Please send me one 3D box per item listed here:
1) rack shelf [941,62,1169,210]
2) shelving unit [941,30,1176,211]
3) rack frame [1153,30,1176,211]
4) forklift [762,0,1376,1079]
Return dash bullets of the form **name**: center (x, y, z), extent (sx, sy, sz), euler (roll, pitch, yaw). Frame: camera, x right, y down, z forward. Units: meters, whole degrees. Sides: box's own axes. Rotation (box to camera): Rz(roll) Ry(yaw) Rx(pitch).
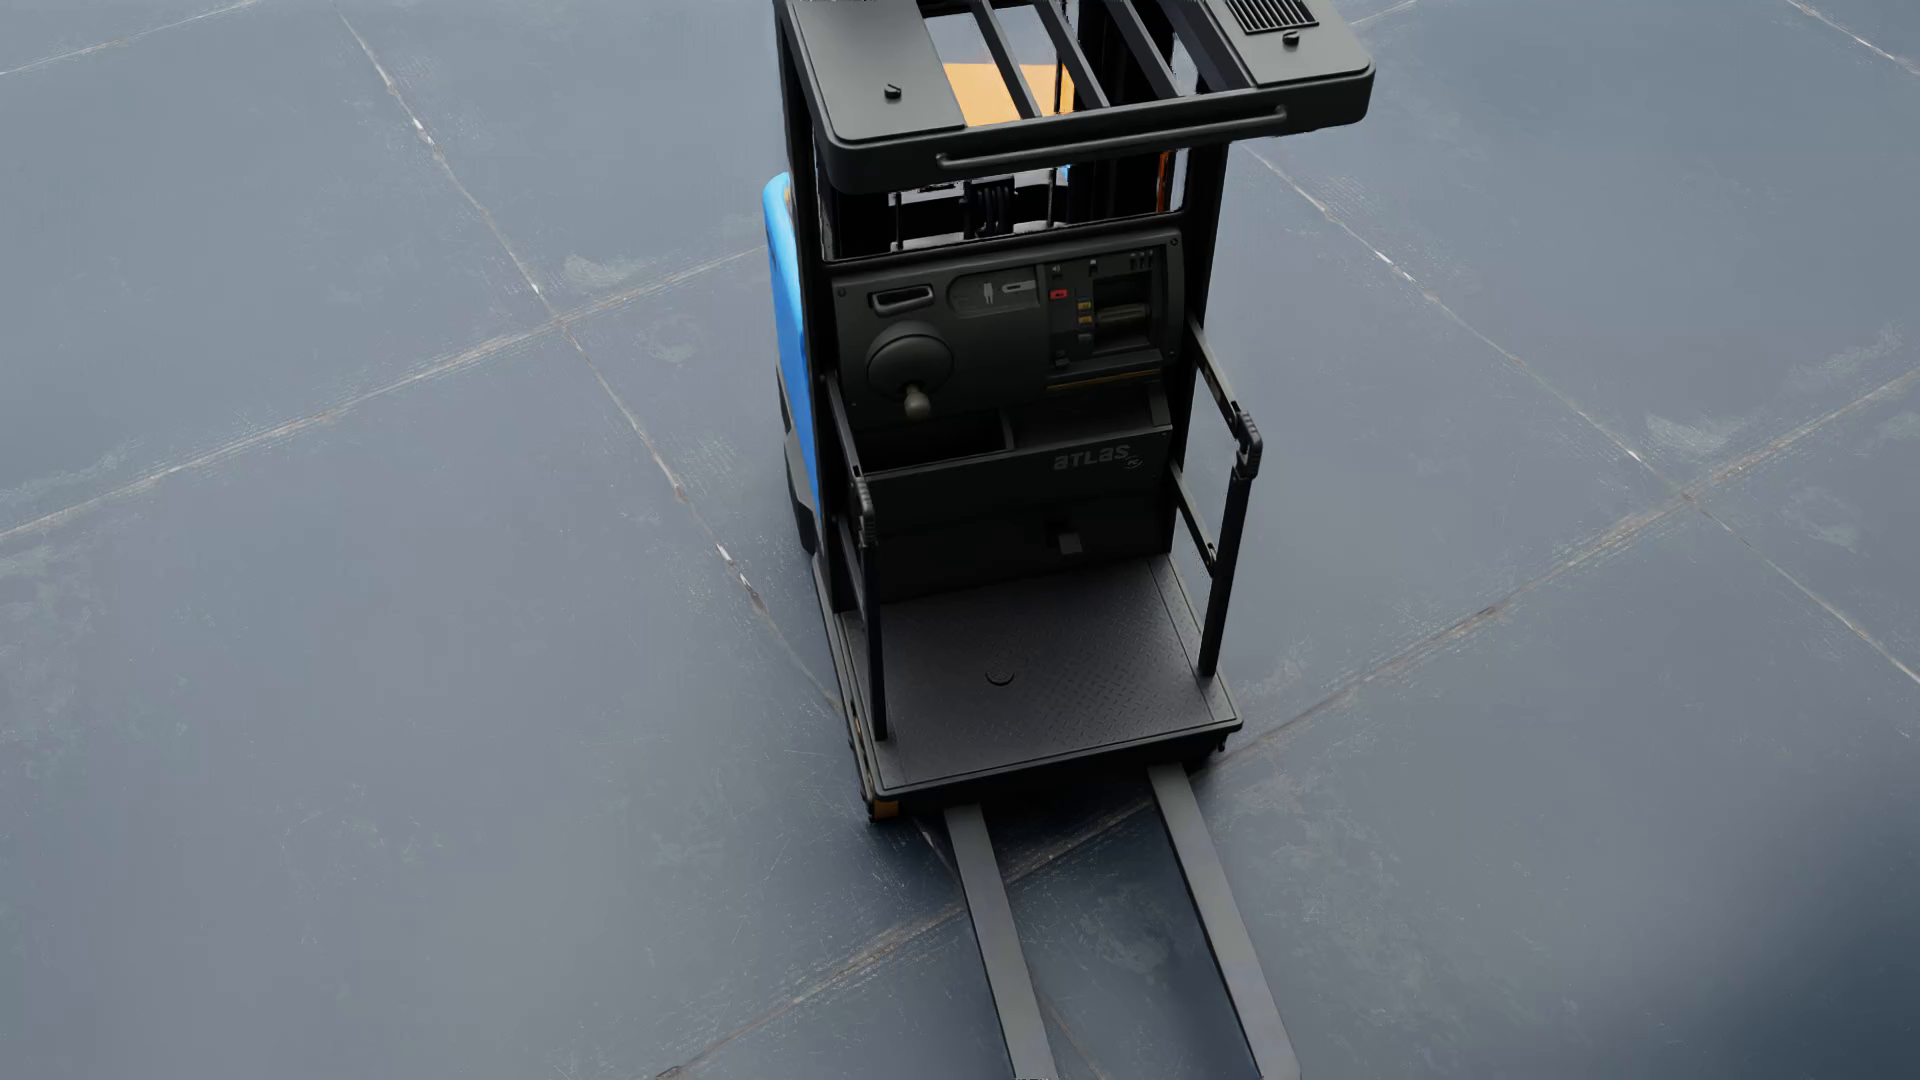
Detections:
- **rack shelf**: center (0.217, -1.445, 5.891), extent (1.000, 0.278, 0.538), euler (2, 48, 1)
- **shelving unit**: center (0.216, -1.250, 6.109), extent (1.048, 1.125, 0.538), euler (2, 48, 1)
- **rack frame**: center (0.725, -1.236, 6.097), extent (0.032, 1.125, 0.500), euler (2, 48, 1)
- **forklift**: center (0.187, -0.460, 4.197), extent (1.130, 2.935, 3.031), euler (-10, 49, -9)
